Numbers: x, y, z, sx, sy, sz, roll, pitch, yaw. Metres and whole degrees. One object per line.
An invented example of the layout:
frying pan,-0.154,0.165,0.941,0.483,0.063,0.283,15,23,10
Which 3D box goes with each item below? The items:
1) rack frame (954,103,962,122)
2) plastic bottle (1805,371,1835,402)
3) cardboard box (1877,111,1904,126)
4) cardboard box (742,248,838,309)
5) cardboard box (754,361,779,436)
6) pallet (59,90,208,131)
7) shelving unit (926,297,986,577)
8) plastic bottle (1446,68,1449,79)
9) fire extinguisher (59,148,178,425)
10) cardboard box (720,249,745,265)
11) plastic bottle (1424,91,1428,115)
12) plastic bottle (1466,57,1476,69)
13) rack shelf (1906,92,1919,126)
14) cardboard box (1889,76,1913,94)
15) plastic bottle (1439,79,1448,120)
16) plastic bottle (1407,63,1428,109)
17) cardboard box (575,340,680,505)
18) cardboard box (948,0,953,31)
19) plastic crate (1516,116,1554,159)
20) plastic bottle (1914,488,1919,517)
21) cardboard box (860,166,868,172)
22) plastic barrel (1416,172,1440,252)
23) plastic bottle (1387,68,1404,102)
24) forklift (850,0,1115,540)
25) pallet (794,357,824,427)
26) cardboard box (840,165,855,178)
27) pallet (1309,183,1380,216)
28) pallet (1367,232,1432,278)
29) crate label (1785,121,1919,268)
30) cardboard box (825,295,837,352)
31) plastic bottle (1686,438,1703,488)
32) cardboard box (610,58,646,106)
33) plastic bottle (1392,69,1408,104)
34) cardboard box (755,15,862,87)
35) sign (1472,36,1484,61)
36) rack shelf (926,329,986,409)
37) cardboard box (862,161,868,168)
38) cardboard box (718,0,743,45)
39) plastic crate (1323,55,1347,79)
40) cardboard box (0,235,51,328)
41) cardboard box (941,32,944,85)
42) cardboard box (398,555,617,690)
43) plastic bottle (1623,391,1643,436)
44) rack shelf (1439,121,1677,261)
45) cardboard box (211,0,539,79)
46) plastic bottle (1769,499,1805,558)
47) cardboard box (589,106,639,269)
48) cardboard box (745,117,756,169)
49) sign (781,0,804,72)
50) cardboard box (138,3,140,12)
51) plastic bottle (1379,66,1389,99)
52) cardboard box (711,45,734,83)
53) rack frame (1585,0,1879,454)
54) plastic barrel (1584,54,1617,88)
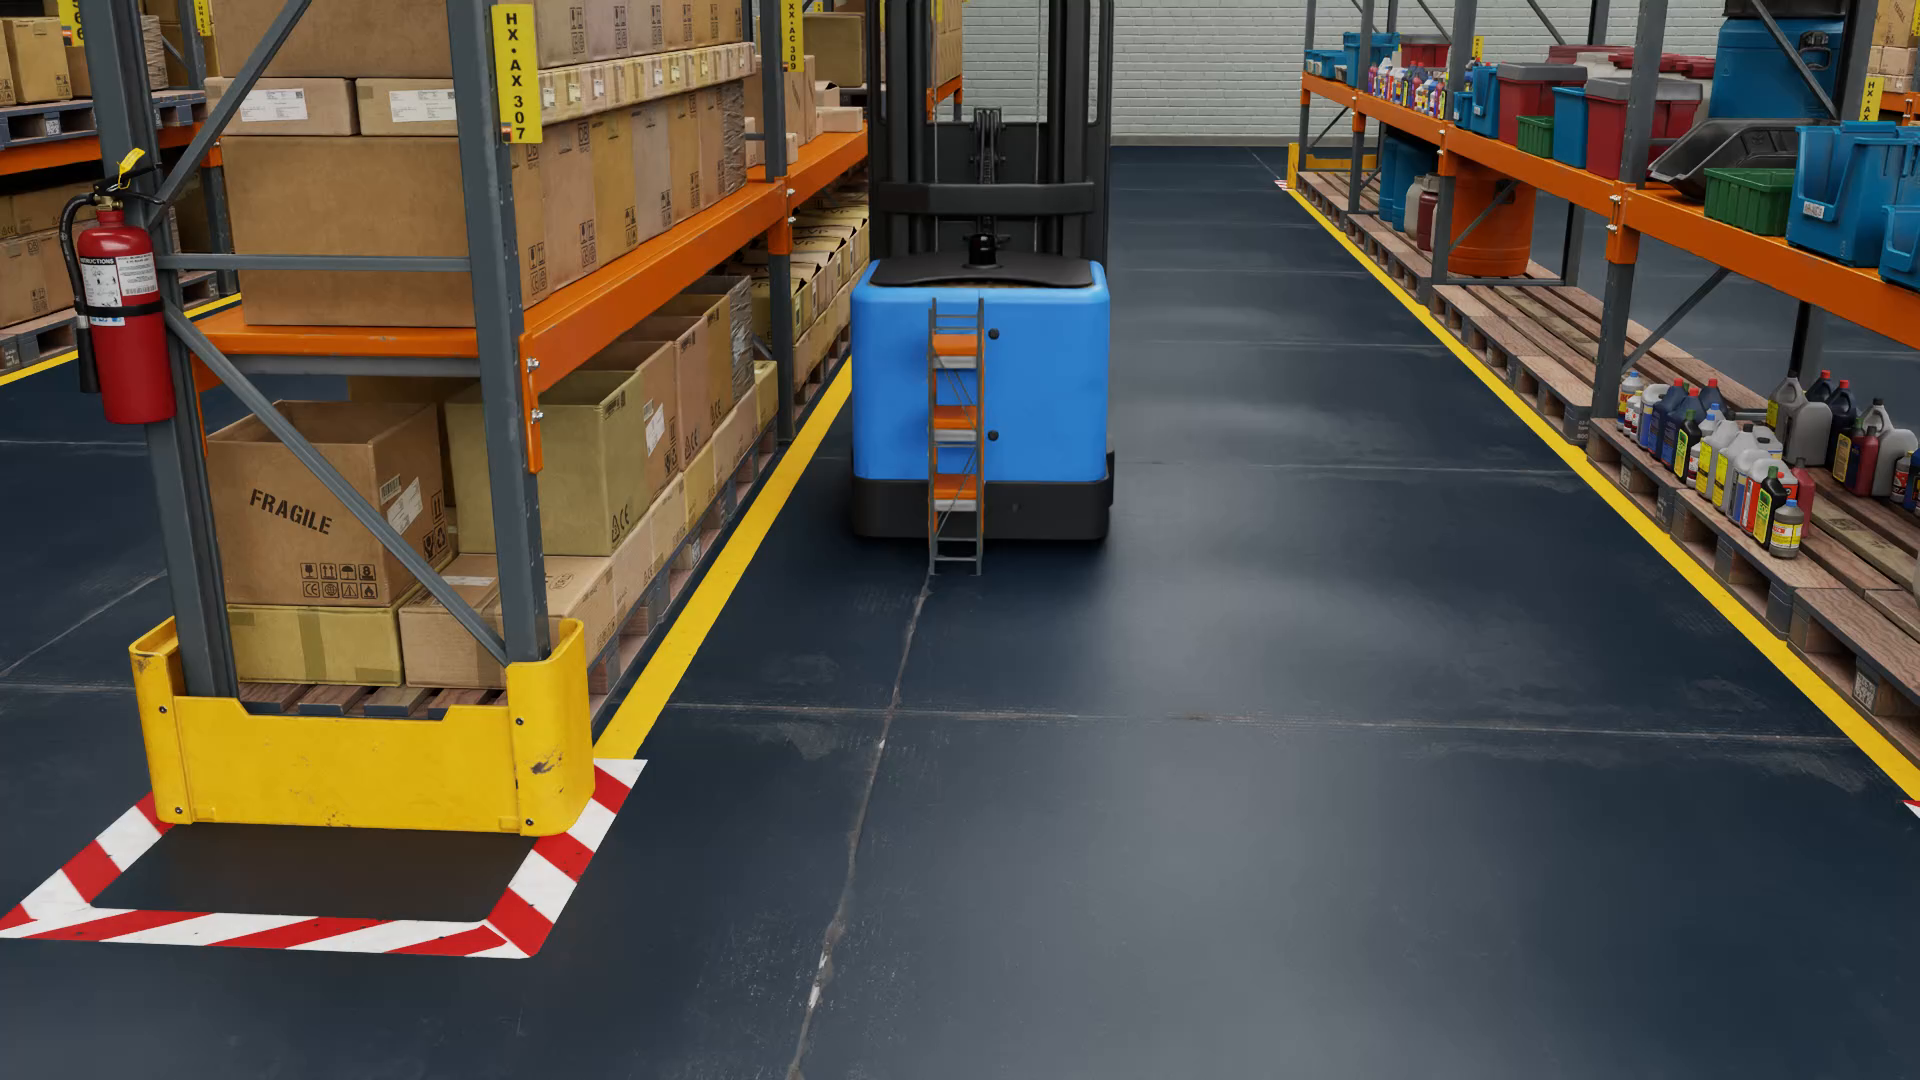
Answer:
rack frame,-0.484,-5.668,19.404,1.000,3.000,0.127,1,18,4
plastic bottle,3.837,-0.573,7.403,0.144,0.351,0.185,1,18,2
cardboard box,9.237,-3.597,15.820,0.875,0.875,0.875,1,18,4
cardboard box,-0.989,-1.540,9.645,0.500,0.311,0.500,1,18,2
cardboard box,-1.160,-0.685,7.938,0.500,0.250,0.500,1,18,4
pallet,-5.944,-2.978,11.503,1.213,0.211,1.003,1,18,4
shelving unit,-0.013,-0.395,6.443,0.215,1.050,0.252,1,18,2
plastic bottle,4.286,-4.001,14.396,0.144,0.351,0.185,1,18,4
fire extinguisher,-2.103,-0.636,4.170,0.296,0.674,0.183,1,18,4
cardboard box,-1.532,-1.549,9.675,0.500,0.311,0.500,1,18,4
plastic bottle,3.550,-3.310,12.528,0.097,0.201,0.097,0,18,0
plastic bottle,4.430,-3.998,14.386,0.144,0.351,0.185,1,18,4
rack shelf,8.966,-3.241,13.151,1.077,0.370,4.000,1,18,4
cardboard box,8.805,-4.186,15.285,0.380,0.149,0.250,1,18,4
plastic bottle,3.486,-3.152,11.911,0.061,0.283,0.133,1,18,4
plastic bottle,3.621,-3.587,13.132,0.144,0.351,0.185,1,18,4
cardboard box,-1.314,-0.421,5.927,0.500,0.500,0.500,1,18,4
cardboard box,-0.346,-5.569,17.335,0.500,0.500,0.500,2,18,6
plastic crate,3.439,-2.276,9.392,0.450,0.188,0.662,1,18,4
plastic bottle,3.789,-0.191,6.476,0.097,0.201,0.097,0,18,0
cardboard box,-0.600,-2.978,14.503,0.500,0.500,0.500,2,18,5
plastic barrel,3.982,-2.629,13.326,0.600,0.588,0.708,1,18,4
plastic bottle,3.690,-3.832,14.001,0.152,0.276,0.135,1,18,4
forklift,0.141,-1.801,7.711,1.130,2.935,3.031,1,18,2
pallet,-1.330,-0.846,9.165,1.003,0.211,1.213,1,18,4
cardboard box,-1.156,-3.192,13.952,0.500,0.250,0.500,1,18,3
pallet,4.268,-3.598,17.565,1.003,0.211,1.213,1,18,4
pallet,3.988,-2.370,13.818,1.003,0.211,1.213,1,18,4
crate label,3.171,-1.182,5.655,0.502,0.435,0.616,1,18,4
cardboard box,-0.996,-1.274,9.734,0.500,0.250,0.500,1,18,2
plastic bottle,3.067,-0.321,6.874,0.097,0.201,0.097,0,18,0
cardboard box,-1.298,-1.572,5.700,0.380,0.149,0.250,1,18,3
plastic bottle,3.673,-3.760,13.781,0.152,0.276,0.135,1,18,4
cardboard box,-1.125,-3.629,12.345,0.700,0.500,0.500,-5,19,-15
sign,4.718,-4.433,15.189,0.100,0.325,0.005,1,18,4
rack shelf,-0.013,-0.655,6.358,0.215,0.259,0.240,1,18,2
cardboard box,-1.076,-3.136,14.985,0.500,0.500,0.500,2,18,5
cardboard box,-1.370,-2.467,7.391,0.700,0.500,0.500,1,18,4
plastic crate,3.994,-4.934,17.336,0.416,0.233,0.300,1,18,4
cardboard box,-6.185,-1.620,10.358,0.700,0.500,0.500,1,18,5
cardboard box,-0.429,-4.785,16.547,0.500,0.500,0.500,2,18,5
cardboard box,-1.371,0.247,5.095,0.500,0.250,0.500,1,18,4
plastic bottle,3.129,-0.588,7.688,0.097,0.201,0.097,0,18,0
rack shelf,3.739,-2.109,9.697,1.077,0.370,4.000,1,18,4
cardboard box,-1.581,-1.524,4.513,0.700,0.500,0.500,1,18,4
plastic bottle,3.004,-0.047,6.036,0.097,0.201,0.097,0,18,0
cardboard box,-1.511,-1.208,5.633,0.700,0.500,0.500,1,18,4
cardboard box,-1.353,-2.024,8.523,0.500,0.250,0.500,2,18,7
sign,-0.791,-2.378,7.847,0.100,0.325,0.005,1,18,4
cardboard box,-5.994,-3.750,11.641,0.380,0.149,0.250,-1,18,-3
plastic bottle,3.695,-3.969,14.424,0.097,0.271,0.097,0,18,0
cardboard box,-1.186,-2.050,7.159,0.380,0.149,0.250,1,18,2
rack frame,3.596,-1.829,7.689,1.000,3.000,0.127,1,18,4
plastic barrel,3.992,-2.670,10.074,0.421,0.512,0.421,0,18,0
